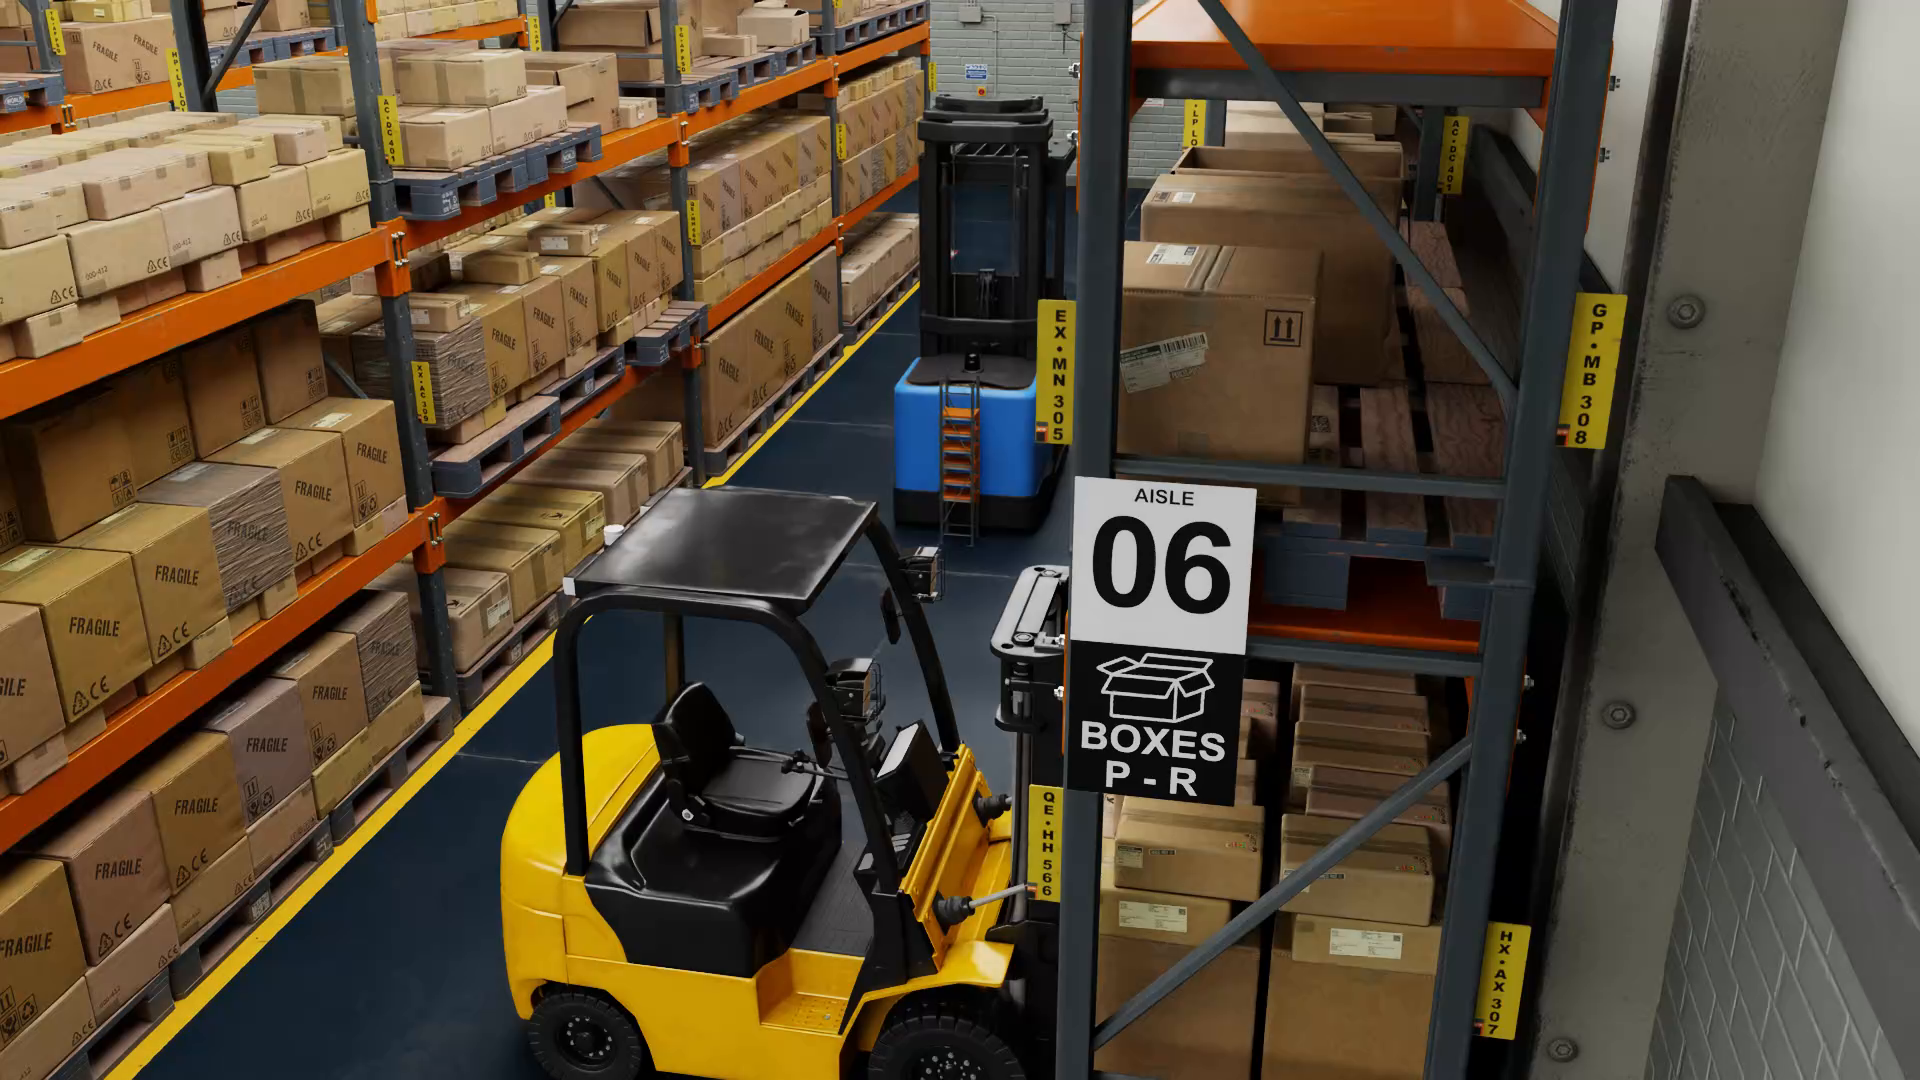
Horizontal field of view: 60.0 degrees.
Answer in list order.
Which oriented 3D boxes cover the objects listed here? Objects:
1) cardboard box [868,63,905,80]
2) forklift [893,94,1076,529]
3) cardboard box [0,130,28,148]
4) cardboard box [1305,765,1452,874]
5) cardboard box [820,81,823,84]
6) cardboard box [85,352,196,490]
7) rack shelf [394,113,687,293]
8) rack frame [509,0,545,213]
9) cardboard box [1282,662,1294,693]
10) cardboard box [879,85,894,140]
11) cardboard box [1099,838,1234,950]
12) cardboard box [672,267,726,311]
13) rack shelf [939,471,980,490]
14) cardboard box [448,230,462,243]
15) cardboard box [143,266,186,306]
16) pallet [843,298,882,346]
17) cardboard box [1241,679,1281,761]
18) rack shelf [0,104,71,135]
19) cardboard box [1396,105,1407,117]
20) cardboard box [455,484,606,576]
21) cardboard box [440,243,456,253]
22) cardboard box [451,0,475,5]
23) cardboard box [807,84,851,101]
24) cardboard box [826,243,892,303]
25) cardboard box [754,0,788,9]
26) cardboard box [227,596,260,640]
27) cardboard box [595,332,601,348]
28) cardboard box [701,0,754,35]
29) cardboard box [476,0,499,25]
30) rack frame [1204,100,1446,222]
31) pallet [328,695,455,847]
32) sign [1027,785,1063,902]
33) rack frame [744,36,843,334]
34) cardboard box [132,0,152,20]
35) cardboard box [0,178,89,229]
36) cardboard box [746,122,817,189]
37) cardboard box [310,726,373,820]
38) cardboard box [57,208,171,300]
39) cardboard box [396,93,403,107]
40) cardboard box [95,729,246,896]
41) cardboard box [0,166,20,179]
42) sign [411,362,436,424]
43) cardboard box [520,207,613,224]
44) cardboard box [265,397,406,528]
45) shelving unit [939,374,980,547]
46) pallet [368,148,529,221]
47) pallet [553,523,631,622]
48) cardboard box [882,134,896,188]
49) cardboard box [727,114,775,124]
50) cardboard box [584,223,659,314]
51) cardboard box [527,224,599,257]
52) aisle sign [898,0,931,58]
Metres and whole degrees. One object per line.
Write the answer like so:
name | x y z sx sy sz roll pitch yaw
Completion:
cardboard box | -0.816 -5.164 18.319 0.380 0.149 0.250 5 22 12
forklift | 0.280 -1.957 12.789 1.130 2.935 3.031 4 22 9
cardboard box | -10.908 -4.478 18.759 0.500 0.250 0.500 4 22 11
cardboard box | 1.140 0.761 4.549 0.380 0.149 0.250 5 23 13
cardboard box | -1.591 -4.731 17.245 0.380 0.149 0.250 4 22 10
cardboard box | -3.854 -0.532 7.289 0.700 0.500 0.500 4 22 10
rack shelf | -2.889 -2.184 10.209 1.077 0.370 4.000 4 22 11
rack frame | -5.715 -5.124 20.561 1.000 3.000 0.127 4 22 11
cardboard box | 1.414 0.678 6.020 0.500 0.500 0.500 5 22 12
cardboard box | -1.001 -4.541 17.642 0.500 0.500 0.500 4 22 11
cardboard box | 0.543 0.950 4.478 0.380 0.149 0.250 5 22 12
cardboard box | -2.135 -1.948 12.876 0.500 0.250 0.500 4 22 10
rack shelf | -0.003 -0.399 11.678 0.258 0.103 0.180 4 22 11
cardboard box | -5.914 -3.489 18.959 0.380 0.149 0.250 5 22 11
cardboard box | -3.423 -1.067 6.810 0.380 0.149 0.250 5 22 12
pallet | -1.433 -2.299 17.280 1.003 0.211 1.213 4 22 11
cardboard box | 0.784 0.537 5.104 0.380 0.149 0.250 5 22 11
rack shelf | -7.756 -2.524 11.054 1.077 0.370 4.000 4 22 11
cardboard box | 2.482 -2.759 10.179 0.500 0.250 0.500 4 22 11
cardboard box | -2.909 -0.080 10.993 0.950 0.372 0.625 5 23 13
cardboard box | -5.915 -3.255 18.778 0.380 0.149 0.250 4 22 11
cardboard box | -5.770 -6.115 18.539 0.500 0.250 0.500 5 22 12
cardboard box | -1.299 -4.419 16.470 0.380 0.149 0.250 4 22 10
cardboard box | -1.250 -2.876 17.846 0.875 0.438 0.875 4 22 9
cardboard box | -1.848 -5.149 16.091 0.396 0.266 0.258 5 23 13
cardboard box | -3.350 0.326 7.366 0.380 0.149 0.250 4 22 10
cardboard box | -2.585 -1.324 10.899 0.380 0.149 0.250 5 22 11
cardboard box | -2.129 -4.653 14.680 0.500 0.500 0.500 4 22 10
cardboard box | -5.646 -6.072 19.101 0.500 0.250 0.500 4 22 11
rack frame | 1.563 -2.801 6.762 1.000 3.000 0.127 4 22 11
pallet | -3.400 1.147 8.723 1.003 0.211 1.213 4 22 11
sign | 0.218 0.752 4.105 0.100 0.325 0.005 4 22 11
rack frame | -1.665 -3.321 16.083 1.000 3.000 0.127 4 22 11
cardboard box | -6.877 -4.403 13.597 0.396 0.266 0.258 4 22 11
cardboard box | -3.500 -1.245 6.184 0.380 0.149 0.250 5 22 12
cardboard box | -1.609 -3.458 14.953 0.500 0.500 0.500 5 22 12
cardboard box | -3.254 1.118 8.181 0.500 0.250 0.500 4 22 9
cardboard box | -3.433 -1.115 6.395 0.500 0.250 0.500 5 22 12
cardboard box | -3.212 -2.321 9.224 0.500 0.250 0.500 5 22 12
cardboard box | -3.461 1.144 7.113 0.500 0.500 0.500 5 22 12
cardboard box | -3.918 -1.374 6.505 0.380 0.149 0.250 5 22 12
sign | -2.765 -0.758 8.561 0.100 0.325 0.005 4 22 11
cardboard box | -2.800 -2.090 11.933 0.500 0.500 0.500 4 22 9
cardboard box | -3.145 -0.398 8.294 0.500 0.500 0.500 4 22 10
shelving unit | -0.003 -0.551 11.616 0.258 1.200 0.189 4 22 11
pallet | -3.067 -1.917 8.834 1.213 0.211 1.003 4 22 11
pallet | -2.893 0.166 11.158 1.003 0.211 1.213 4 22 11
cardboard box | -0.993 -4.072 17.816 0.500 0.500 0.500 5 22 13
cardboard box | -2.036 -3.692 15.533 0.500 0.500 0.500 5 22 12
cardboard box | -2.397 -1.859 11.361 0.500 0.500 0.500 4 22 10
cardboard box | -2.539 -1.918 10.638 0.380 0.149 0.250 3 22 8
aisle sign | -0.531 -5.992 19.237 0.394 0.787 0.004 4 22 11
